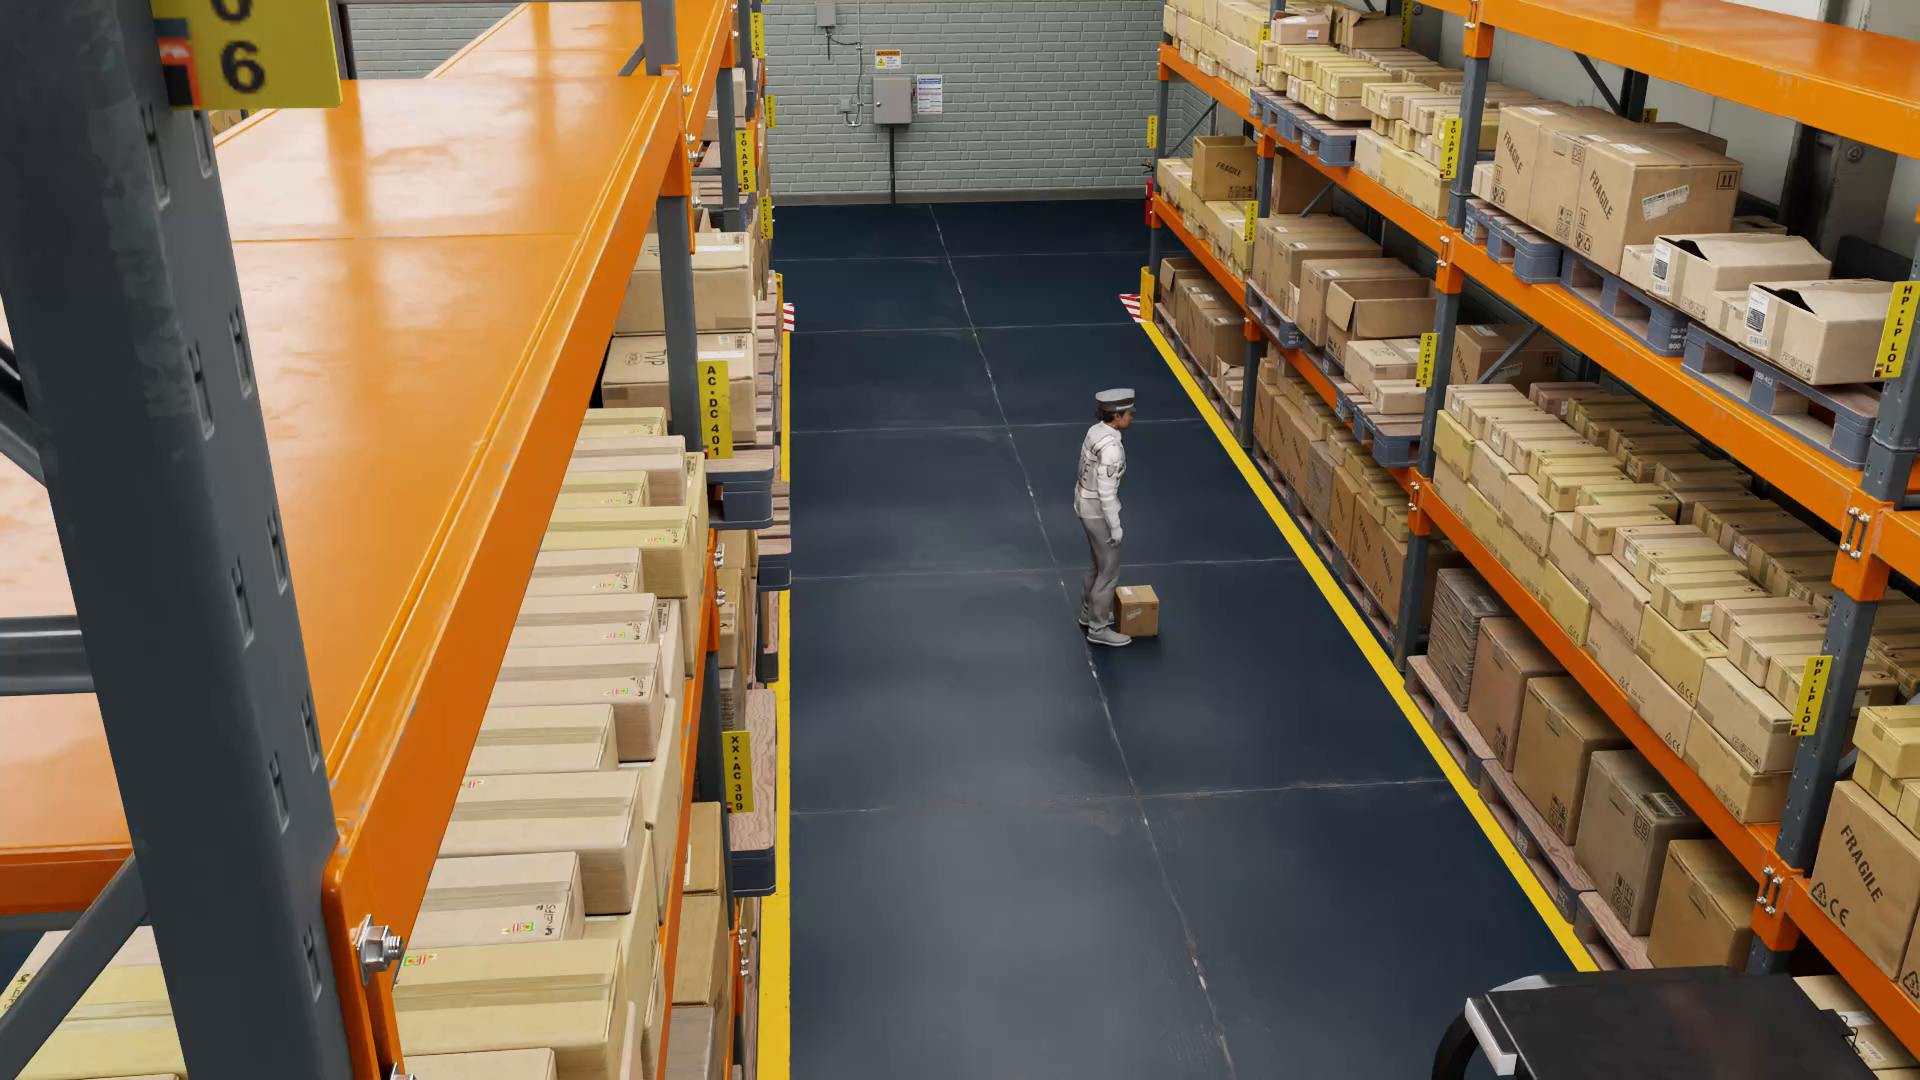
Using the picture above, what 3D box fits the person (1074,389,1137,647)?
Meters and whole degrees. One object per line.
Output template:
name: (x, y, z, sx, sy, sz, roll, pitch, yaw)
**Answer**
person: (0.923, -0.162, 10.667, 0.371, 1.664, 0.529, -2, 24, -5)
